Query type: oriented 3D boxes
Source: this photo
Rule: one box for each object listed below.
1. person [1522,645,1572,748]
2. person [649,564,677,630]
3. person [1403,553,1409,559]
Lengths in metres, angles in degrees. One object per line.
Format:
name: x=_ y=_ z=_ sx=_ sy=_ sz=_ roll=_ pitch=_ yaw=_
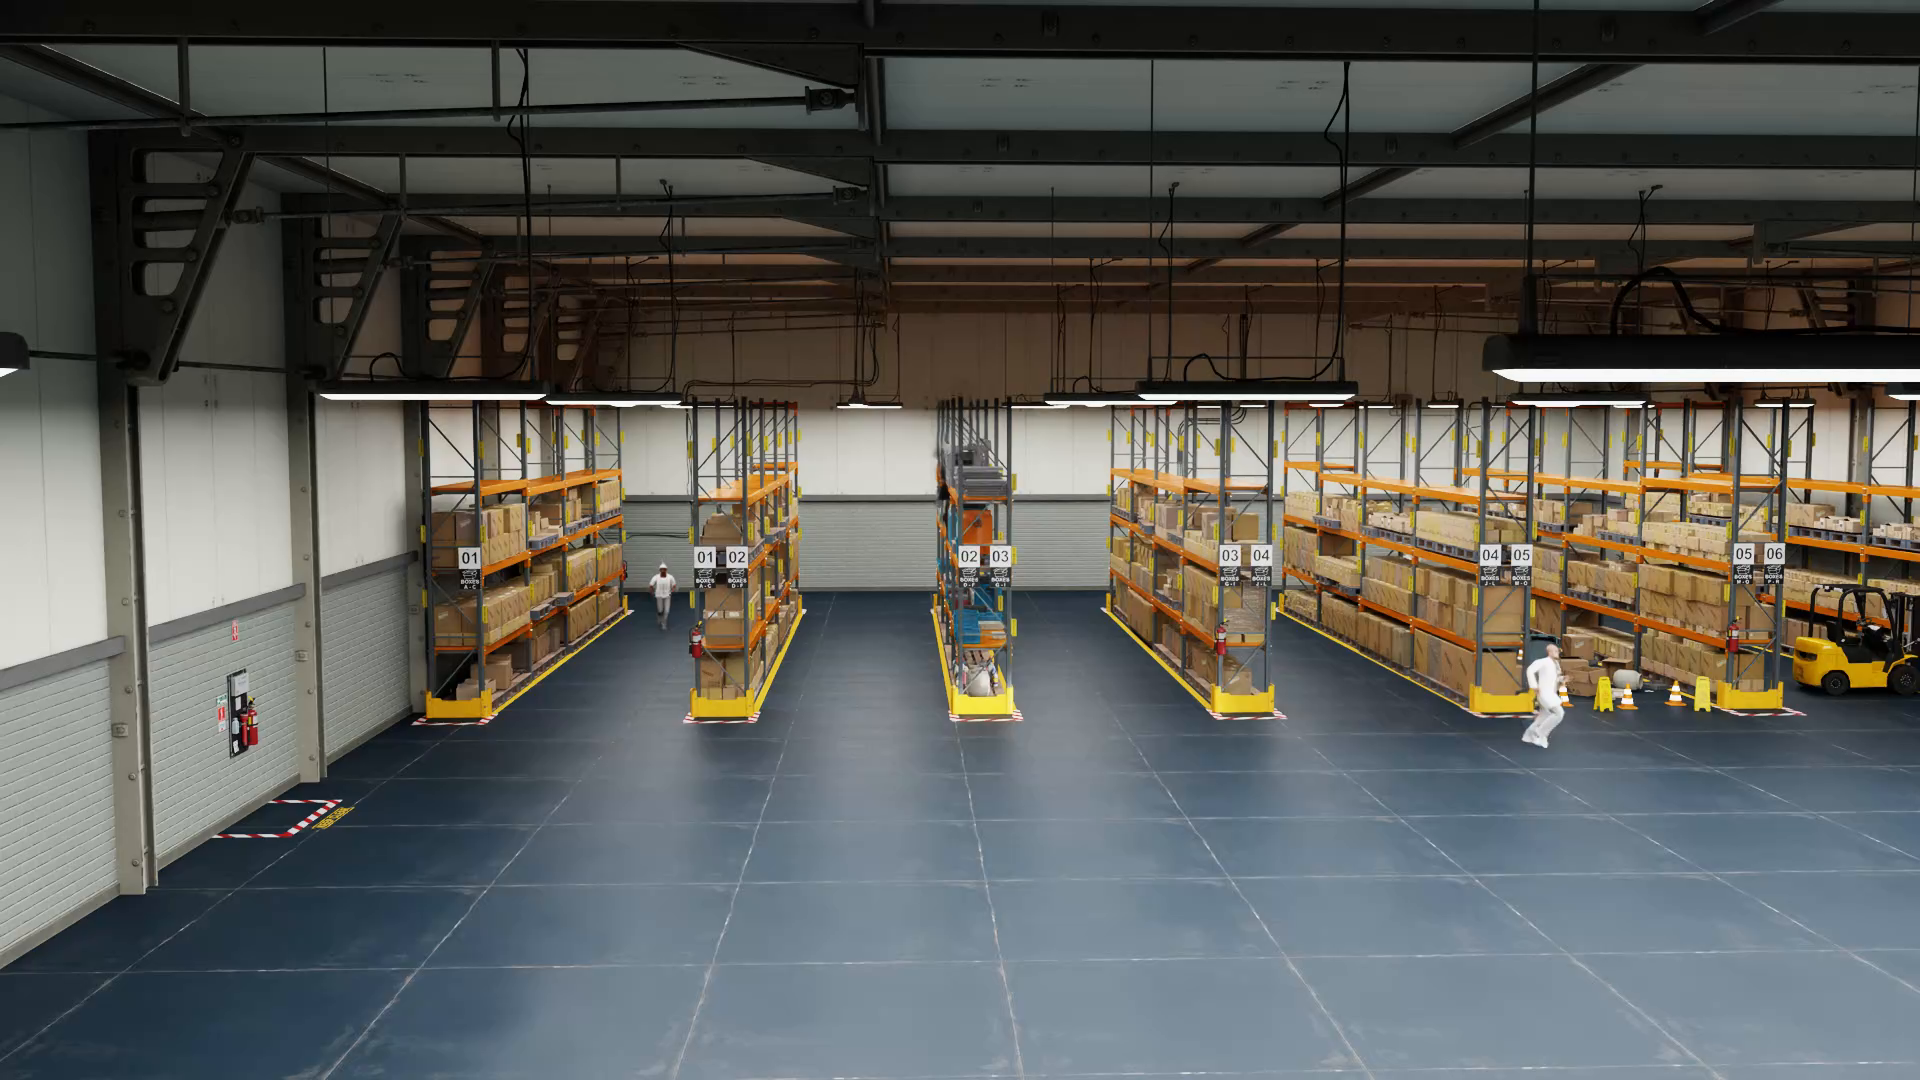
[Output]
person: x=10.011 y=2.657 z=28.342 sx=0.799 sy=1.762 sz=0.691 roll=3 pitch=6 yaw=38
person: x=-7.796 y=1.492 z=43.722 sx=0.702 sy=1.716 sz=0.584 roll=-1 pitch=5 yaw=-15
person: x=13.149 y=1.053 z=49.337 sx=0.644 sy=1.745 sz=0.665 roll=-1 pitch=5 yaw=-13
